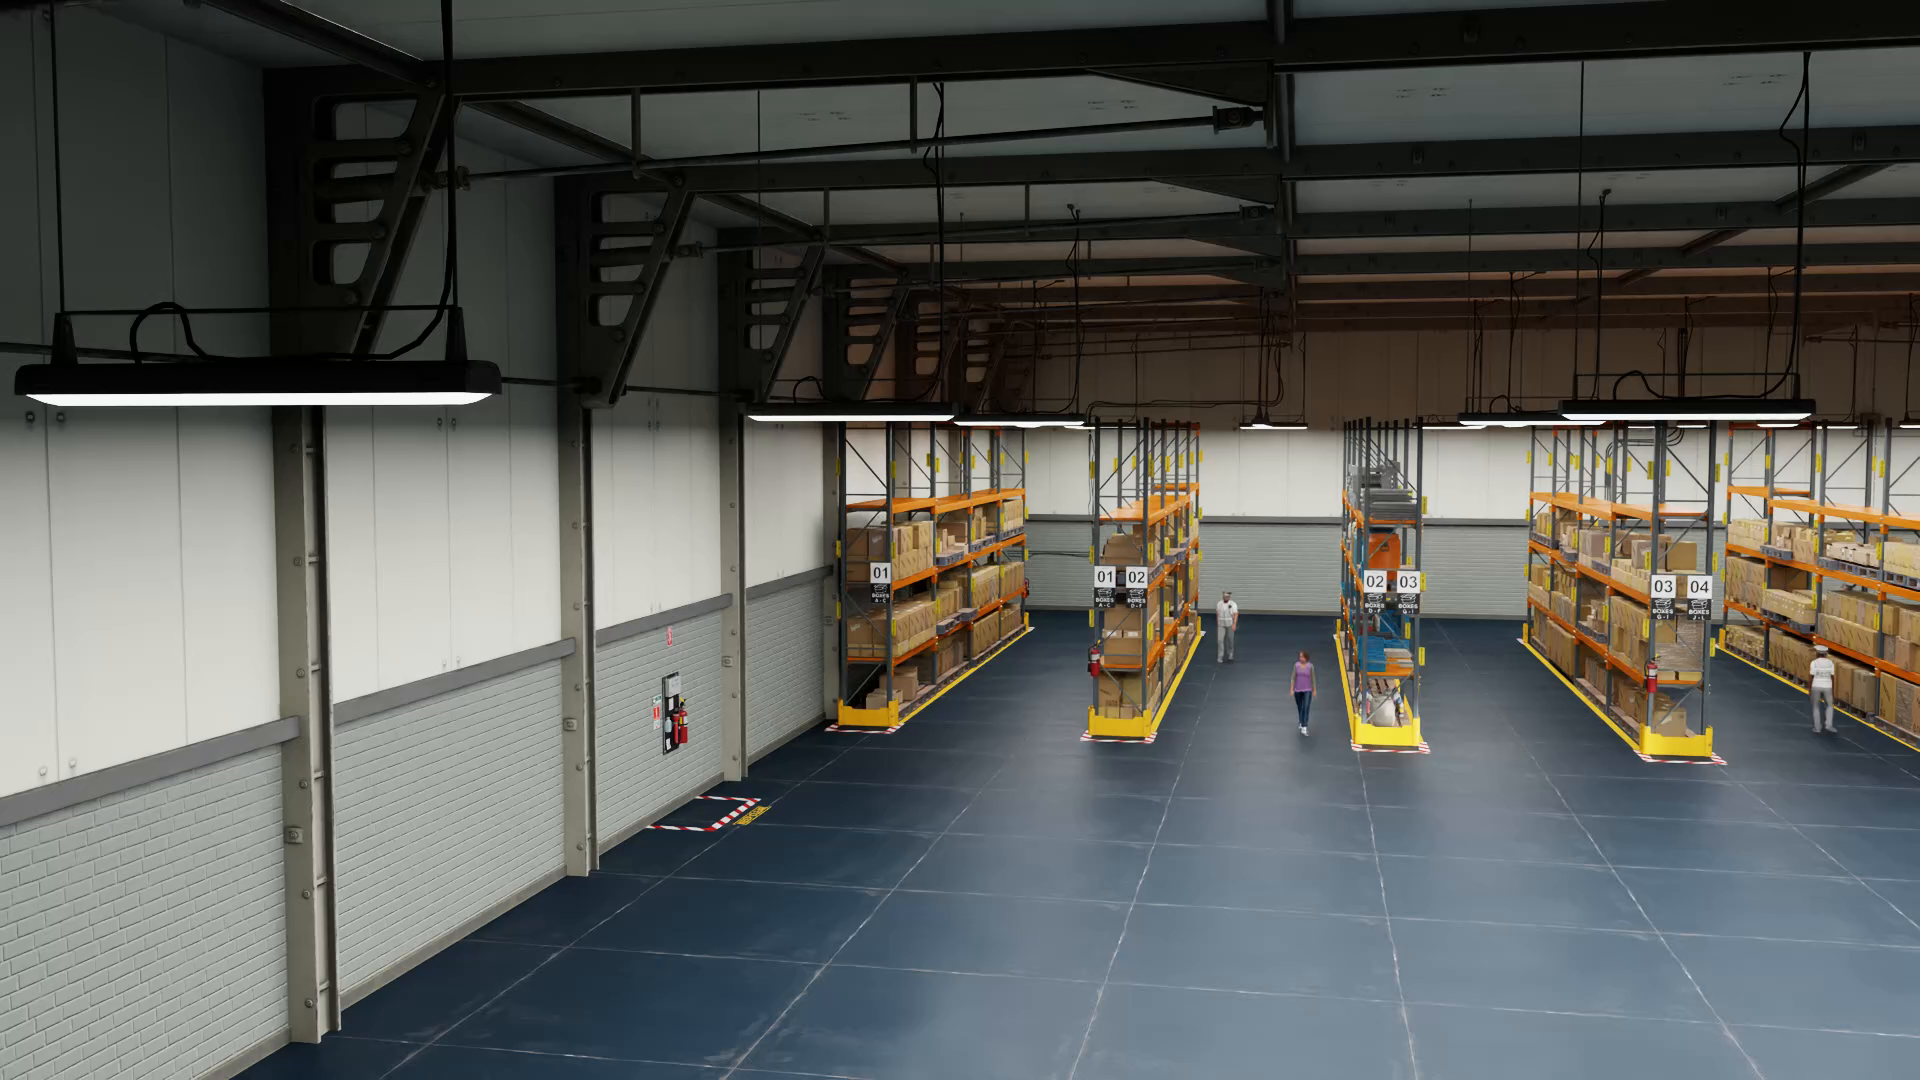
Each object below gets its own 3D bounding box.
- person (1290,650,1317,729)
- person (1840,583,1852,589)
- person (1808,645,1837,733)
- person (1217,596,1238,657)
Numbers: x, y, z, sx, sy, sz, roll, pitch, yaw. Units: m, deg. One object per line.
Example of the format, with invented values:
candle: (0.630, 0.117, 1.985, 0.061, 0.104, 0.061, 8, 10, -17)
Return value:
person: (6.551, 2.841, 31.723, 0.456, 1.483, 0.768, 2, 4, 26)
person: (23.953, 1.979, 44.872, 0.938, 1.638, 0.389, 0, 4, 2)
person: (16.387, 2.843, 31.580, 0.480, 1.675, 0.521, 1, 4, 11)
person: (6.692, 2.118, 41.655, 0.571, 1.646, 0.575, 2, 4, 22)
